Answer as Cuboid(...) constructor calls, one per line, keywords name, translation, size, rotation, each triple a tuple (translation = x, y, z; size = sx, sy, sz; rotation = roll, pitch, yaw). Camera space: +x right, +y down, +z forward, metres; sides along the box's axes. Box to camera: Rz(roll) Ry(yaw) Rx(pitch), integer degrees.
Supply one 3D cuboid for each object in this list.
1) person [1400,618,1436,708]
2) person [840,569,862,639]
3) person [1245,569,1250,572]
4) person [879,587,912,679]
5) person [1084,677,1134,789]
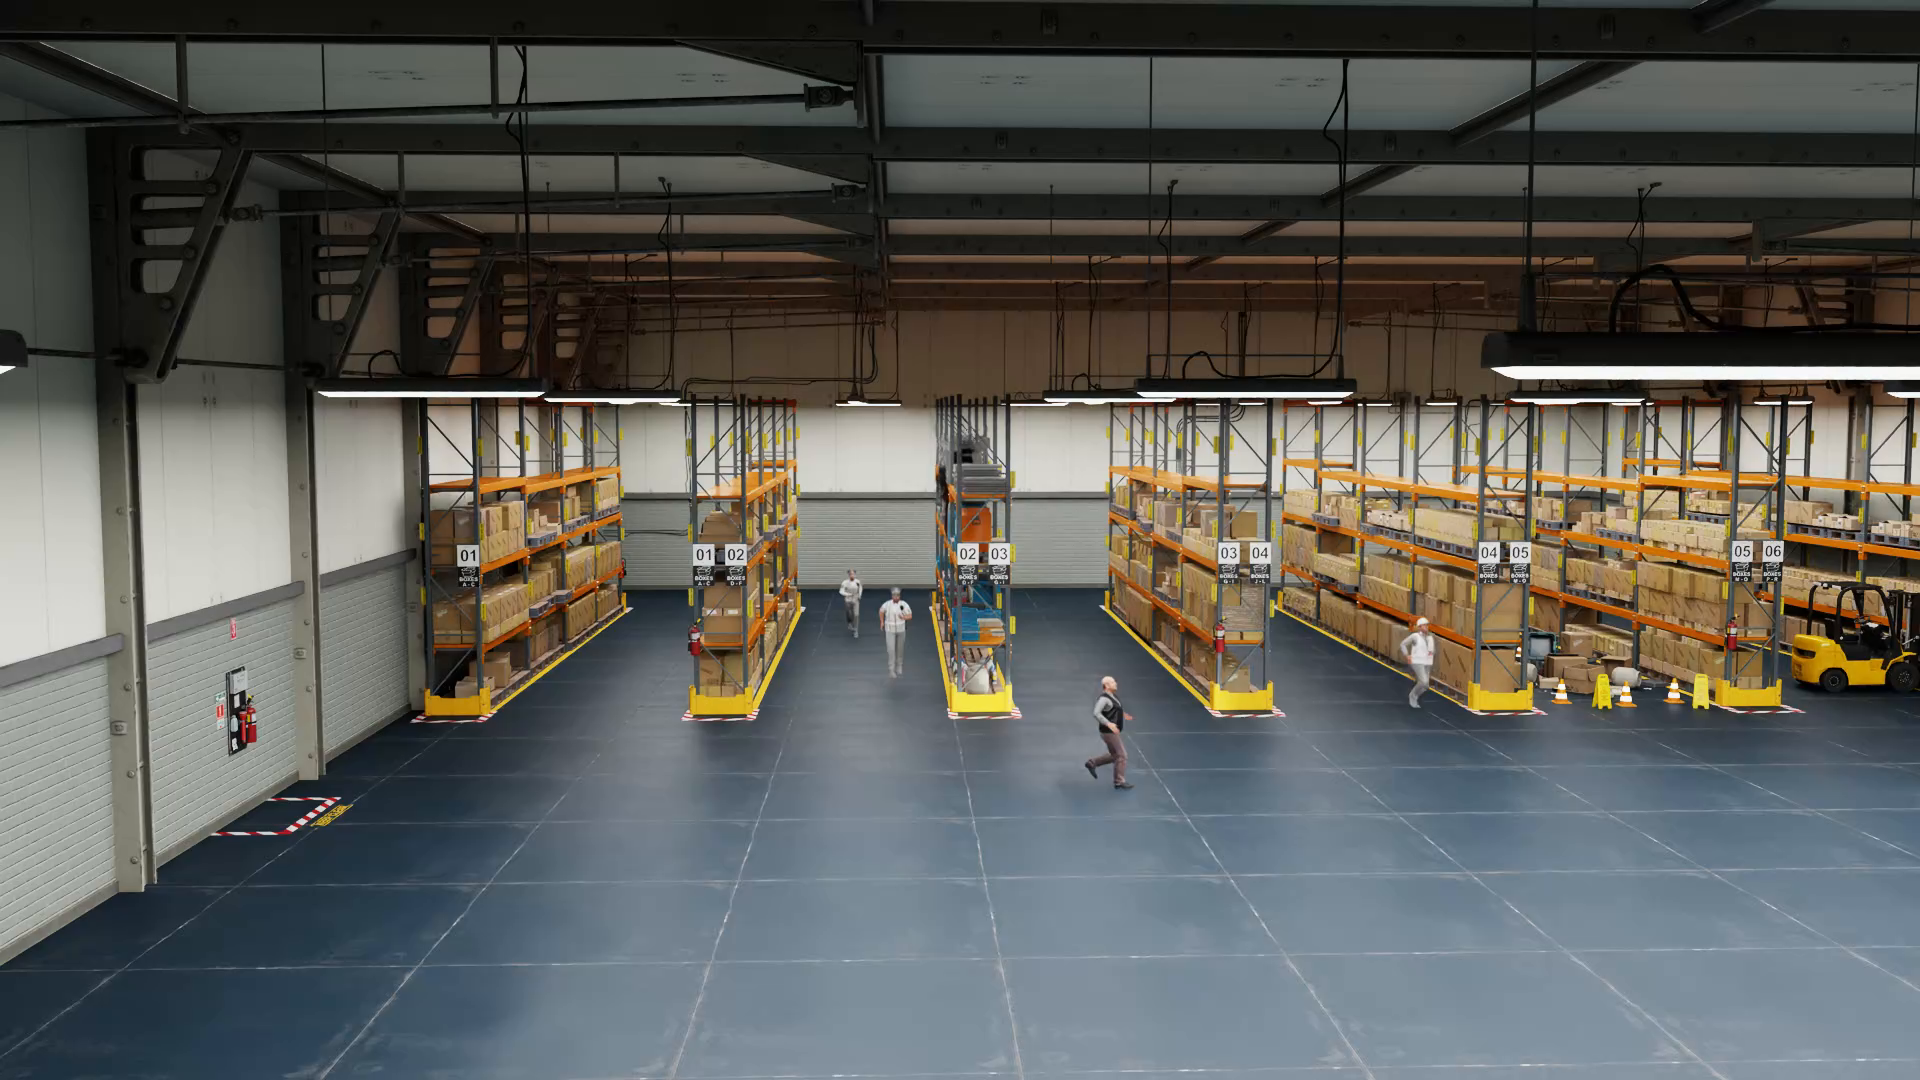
Cuboid(name="person", translation=(8.833, 2.359, 31.760), size=(0.640, 1.729, 0.618), rotation=(-2, 5, -26))
Cuboid(name="person", translation=(-2.752, 1.581, 42.024), size=(0.578, 1.721, 1.066), rotation=(0, 5, -5))
Cuboid(name="person", translation=(7.997, 1.196, 46.418), size=(0.693, 1.772, 0.935), rotation=(0, 5, 4))
Cuboid(name="person", translation=(-1.303, 1.865, 33.829), size=(0.656, 1.816, 0.895), rotation=(0, 5, -6))
Cuboid(name="person", translation=(2.248, 2.903, 25.131), size=(0.803, 1.689, 0.668), rotation=(2, 5, 19))
